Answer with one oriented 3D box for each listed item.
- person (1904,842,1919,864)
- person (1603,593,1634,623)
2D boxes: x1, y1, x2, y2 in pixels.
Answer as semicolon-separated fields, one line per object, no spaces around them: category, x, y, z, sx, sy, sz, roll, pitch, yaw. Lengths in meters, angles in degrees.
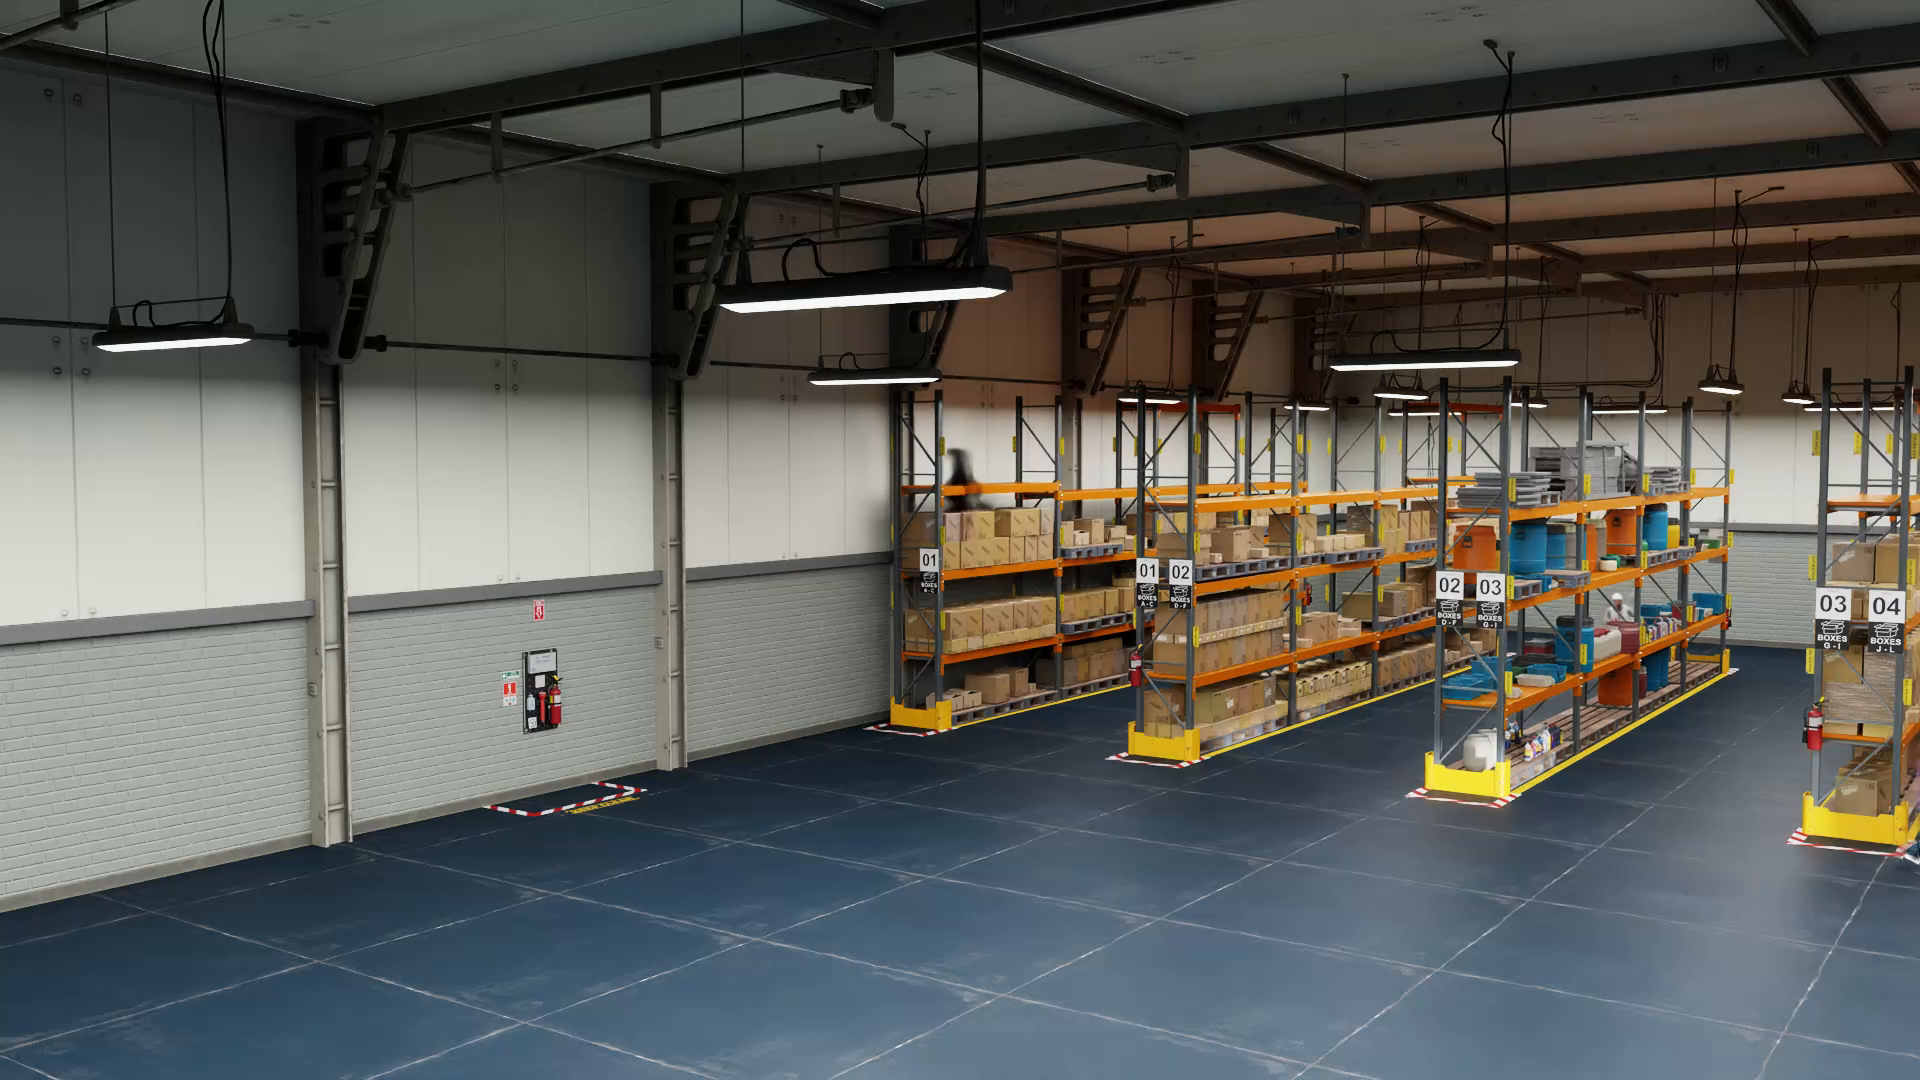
person;11.309;3.153;19.277;0.537;1.525;0.698;-3;4;-39
person;14.724;2.050;37.130;0.660;1.751;0.975;2;4;31
